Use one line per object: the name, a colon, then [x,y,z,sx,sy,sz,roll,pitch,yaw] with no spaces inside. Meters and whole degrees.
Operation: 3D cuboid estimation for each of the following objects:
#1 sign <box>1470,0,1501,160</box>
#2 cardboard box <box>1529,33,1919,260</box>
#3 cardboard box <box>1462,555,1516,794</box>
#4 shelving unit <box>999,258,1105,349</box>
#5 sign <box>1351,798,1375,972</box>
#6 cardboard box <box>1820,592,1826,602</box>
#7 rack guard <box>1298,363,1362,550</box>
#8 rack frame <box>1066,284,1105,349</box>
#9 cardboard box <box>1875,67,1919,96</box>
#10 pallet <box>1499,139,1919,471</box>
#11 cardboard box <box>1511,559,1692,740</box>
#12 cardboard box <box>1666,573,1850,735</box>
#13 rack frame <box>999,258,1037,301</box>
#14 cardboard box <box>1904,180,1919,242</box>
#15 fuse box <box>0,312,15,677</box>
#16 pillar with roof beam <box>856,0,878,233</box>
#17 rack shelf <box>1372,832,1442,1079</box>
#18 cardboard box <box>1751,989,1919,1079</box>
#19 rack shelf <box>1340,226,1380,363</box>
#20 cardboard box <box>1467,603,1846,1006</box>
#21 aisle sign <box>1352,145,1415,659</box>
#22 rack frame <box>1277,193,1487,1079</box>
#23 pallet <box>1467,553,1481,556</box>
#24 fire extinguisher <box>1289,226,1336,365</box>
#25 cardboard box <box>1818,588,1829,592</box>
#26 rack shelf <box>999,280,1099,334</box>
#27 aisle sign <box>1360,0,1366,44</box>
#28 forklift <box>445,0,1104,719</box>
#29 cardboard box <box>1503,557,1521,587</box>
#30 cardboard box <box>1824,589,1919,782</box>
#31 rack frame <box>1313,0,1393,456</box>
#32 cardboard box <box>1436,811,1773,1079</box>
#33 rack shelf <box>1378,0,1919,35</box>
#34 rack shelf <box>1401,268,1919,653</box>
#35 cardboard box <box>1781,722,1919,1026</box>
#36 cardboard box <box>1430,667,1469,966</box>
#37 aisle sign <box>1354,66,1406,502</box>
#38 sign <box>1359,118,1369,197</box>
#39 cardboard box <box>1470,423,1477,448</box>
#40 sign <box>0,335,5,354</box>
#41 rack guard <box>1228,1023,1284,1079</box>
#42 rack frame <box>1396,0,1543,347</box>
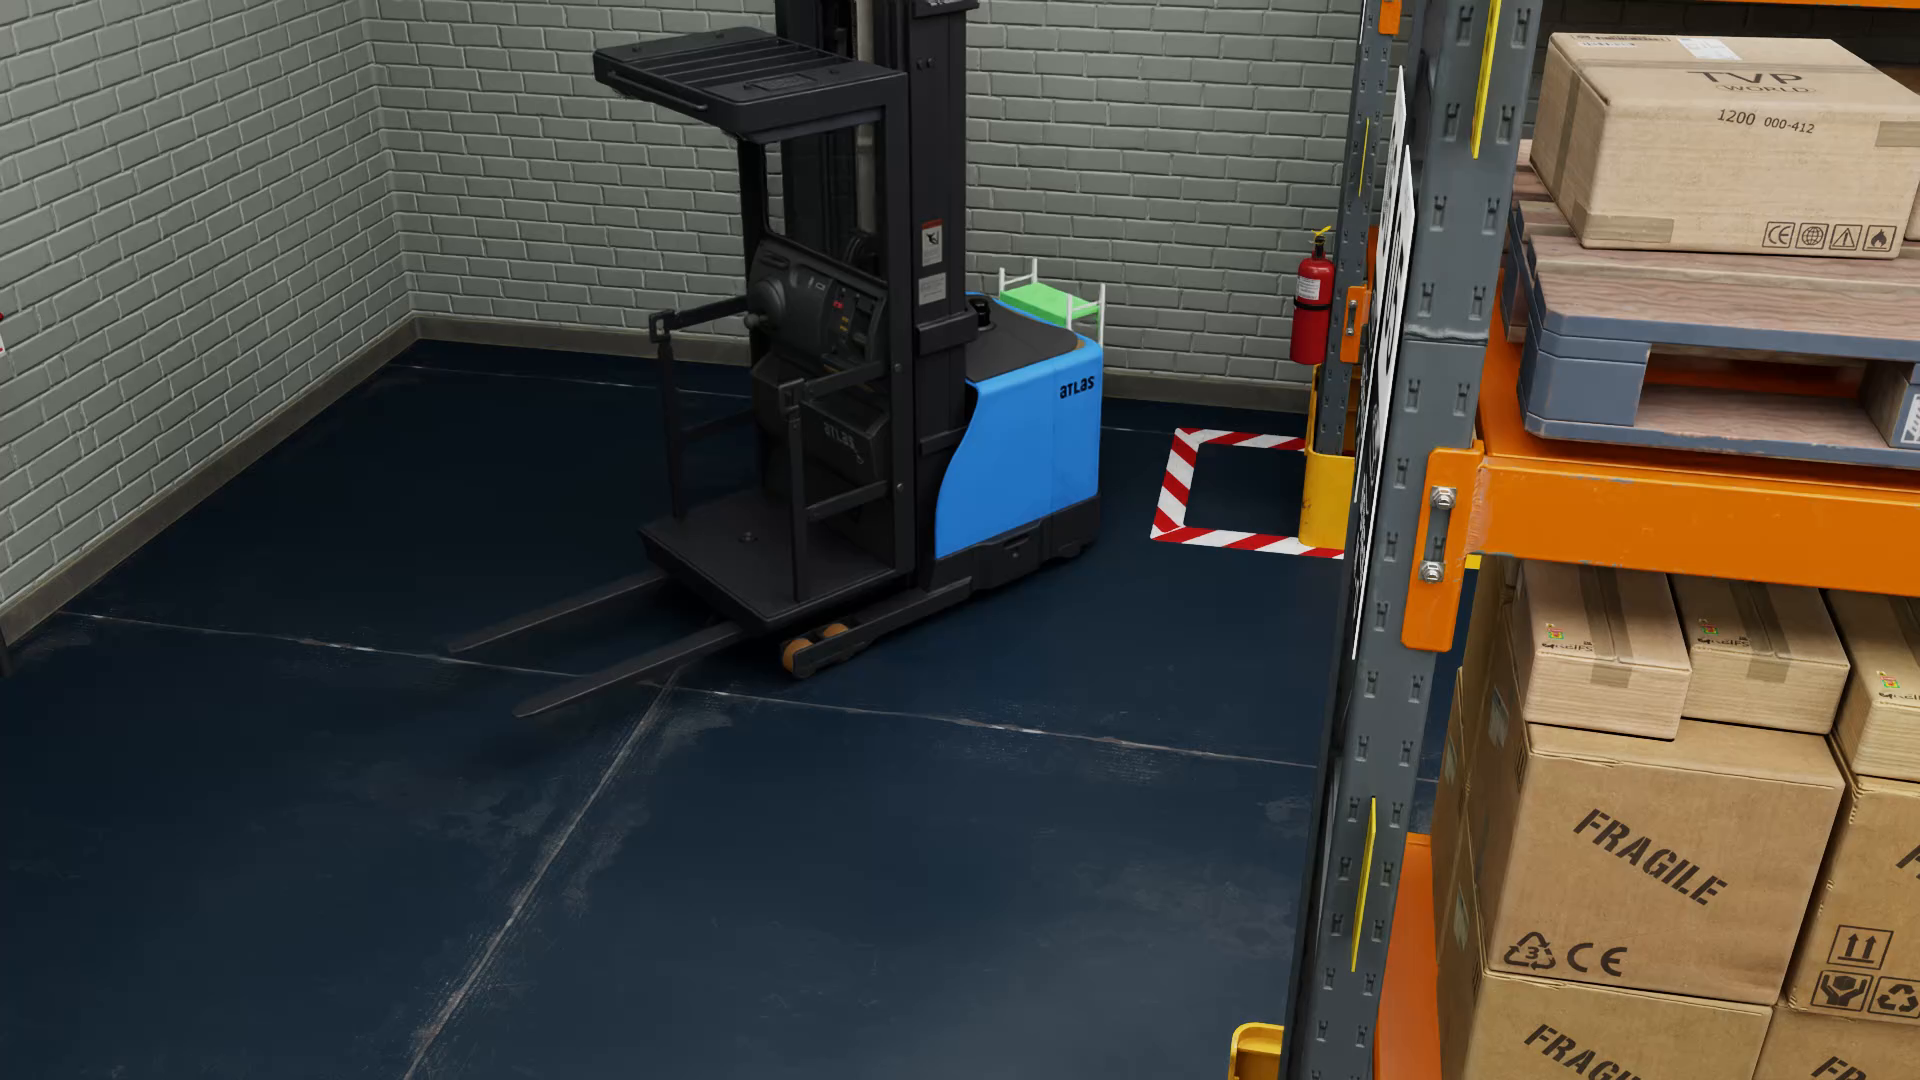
sign: [0.728,-0.695,2.280,0.005,0.325,0.100,6,29,11]
cardboard box: [1.309,-0.696,2.890,0.500,0.250,0.500,3,29,6]
cardboard box: [1.371,0.233,3.556,0.500,0.500,0.500,7,29,12]
shelving unit: [0.446,-0.758,8.385,0.258,1.200,0.503,-22,36,-34]
sign: [0.728,0.624,3.002,0.005,0.325,0.100,6,29,11]
cardboard box: [1.888,0.272,3.485,0.500,0.500,0.500,6,29,11]
rack guard: [1.957,-0.449,8.549,0.348,0.500,1.175,6,29,11]
rack frame: [0.603,-0.668,8.221,0.240,1.200,0.015,-22,36,-34]
cardboard box: [4.394,-1.819,7.515,0.500,0.500,0.500,5,29,9]
pallet: [1.577,-0.429,2.878,1.213,0.211,1.003,6,29,11]
cardboard box: [1.139,0.177,2.981,0.250,0.149,0.380,6,29,12]
cardboard box: [1.410,0.170,2.995,0.250,0.149,0.380,7,29,12]
rack frame: [0.289,-0.848,8.549,0.240,1.200,0.015,-22,36,-34]
cardboard box: [1.735,-0.647,2.906,0.250,0.149,0.380,4,29,7]
fuse box: [-4.088,-0.182,6.801,0.414,1.711,0.539,6,29,11]
pillar with roof beam: [-1.465,-2.856,4.096,0.400,9.000,9.100,6,29,11]
rack shelf: [2.806,1.295,3.510,4.000,0.370,1.077,6,29,11]
cardboard box: [1.760,0.956,3.277,0.500,0.500,0.500,5,29,10]
rack shelf: [3.838,-1.037,7.769,4.000,0.370,1.077,6,29,11]
cardboard box: [1.260,0.478,3.107,0.500,0.500,0.500,5,29,9]
aisle sign: [0.719,-0.233,2.844,0.004,0.787,0.394,6,29,11]
rack frame: [0.850,0.779,3.704,0.127,3.000,1.000,6,29,11]
pallet: [2.737,-0.242,8.473,1.213,0.211,1.003,6,29,11]
fire extinguisher: [1.642,-1.153,7.701,0.183,0.674,0.296,6,29,11]
cardboard box: [1.766,-0.046,3.389,0.250,0.149,0.380,6,29,10]
rack shelf: [0.446,-1.123,8.185,0.258,0.148,0.480,-22,36,-34]
aisle sign: [1.755,-2.562,7.099,0.004,0.787,0.394,6,29,11]
forklift: [-0.779,-0.978,6.985,3.031,2.935,1.130,-22,35,-34]
cardboard box: [1.242,-0.046,3.390,0.250,0.149,0.380,6,29,11]
cardboard box: [1.640,0.250,2.849,0.250,0.149,0.380,7,29,12]
rack frame: [1.883,-1.553,7.962,0.127,3.000,1.000,6,29,11]
cardboard box: [1.259,0.918,3.346,0.500,0.500,0.500,6,29,10]
rack shelf: [3.838,-2.352,7.049,4.000,0.370,1.077,6,29,11]
rack shelf: [2.806,-0.021,2.790,4.000,0.370,1.077,6,29,11]
cardboard box: [1.766,0.527,3.019,0.500,0.500,0.500,5,29,9]
cardboard box: [1.377,0.659,3.819,0.500,0.500,0.500,6,29,11]
aisle sign: [0.844,-0.514,3.359,0.004,0.787,0.394,6,29,11]
sign: [1.769,-1.678,7.289,0.005,0.325,0.100,6,29,11]
cardboard box: [2.461,-0.536,8.268,0.637,0.503,0.797,5,29,9]
sign: [-4.188,-0.959,6.976,0.001,0.494,0.329,6,29,11]
rack guard: [0.826,1.873,4.309,0.348,0.500,1.175,6,29,11]
rack frame: [0.850,-1.853,2.263,0.127,3.000,1.000,6,29,11]
